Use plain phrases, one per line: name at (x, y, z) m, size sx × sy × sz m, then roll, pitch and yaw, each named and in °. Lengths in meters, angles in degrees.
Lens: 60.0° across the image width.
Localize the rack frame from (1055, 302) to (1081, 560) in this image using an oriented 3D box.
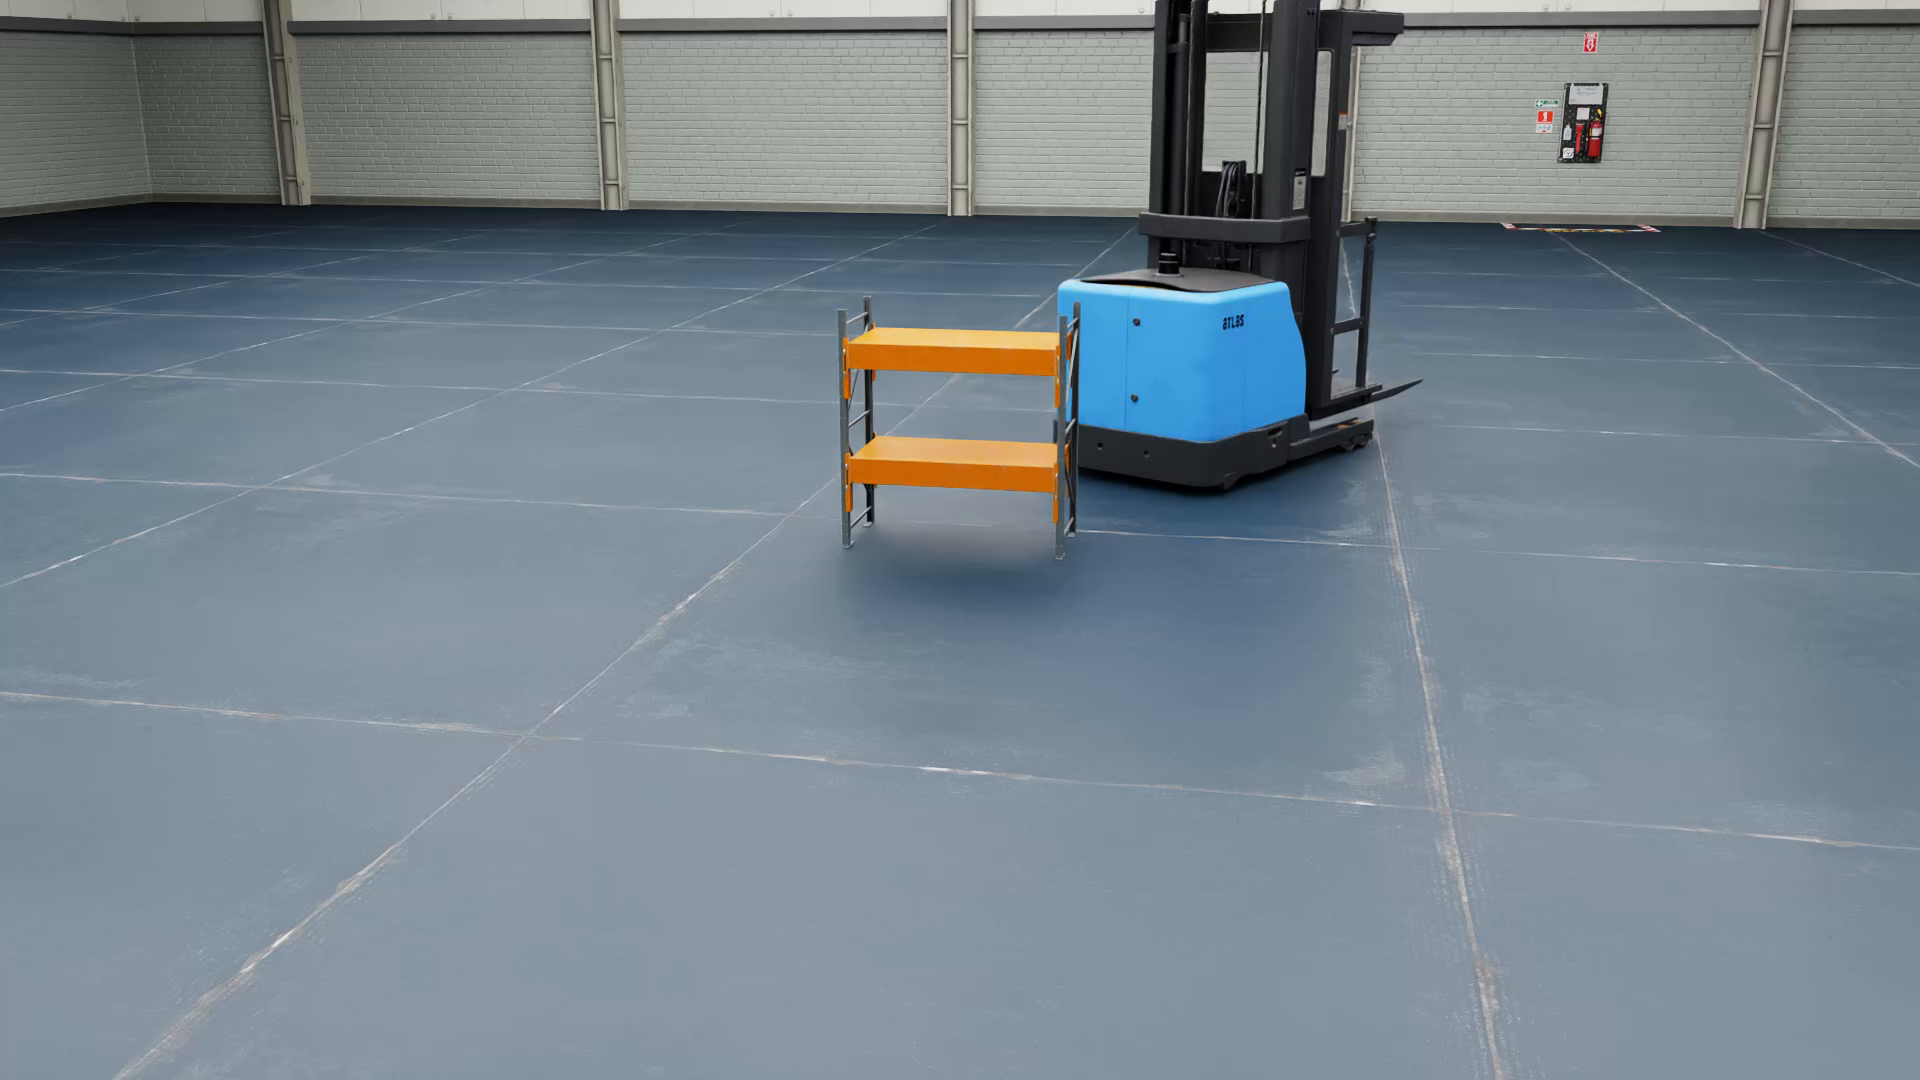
rack frame at (0.505, -0.515, 7.743) m, size 0.032 × 1.125 × 0.500 m, roll 3°, pitch 16°, yaw 11°

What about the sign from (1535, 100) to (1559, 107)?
sign at (8.847, -6.579, 25.063) m, size 0.331 × 0.109 × 0.001 m, roll 3°, pitch 16°, yaw 11°

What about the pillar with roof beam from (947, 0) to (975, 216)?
pillar with roof beam at (-0.837, -8.514, 21.872) m, size 0.400 × 9.000 × 9.100 m, roll 3°, pitch 16°, yaw 11°

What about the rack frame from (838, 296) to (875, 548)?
rack frame at (-0.492, -0.569, 7.938) m, size 0.032 × 1.125 × 0.500 m, roll 3°, pitch 16°, yaw 11°

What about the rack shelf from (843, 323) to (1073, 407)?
rack shelf at (0.007, -0.824, 7.762) m, size 1.000 × 0.278 × 0.538 m, roll 3°, pitch 16°, yaw 11°

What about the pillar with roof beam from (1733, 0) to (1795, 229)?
pillar with roof beam at (10.922, -7.876, 19.567) m, size 0.400 × 9.000 × 9.100 m, roll 3°, pitch 16°, yaw 11°

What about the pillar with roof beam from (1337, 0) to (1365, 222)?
pillar with roof beam at (5.042, -8.195, 20.720) m, size 0.400 × 9.000 × 9.100 m, roll 3°, pitch 16°, yaw 11°

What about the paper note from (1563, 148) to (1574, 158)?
paper note at (9.206, -5.855, 25.161) m, size 0.142 × 0.148 × 0.016 m, roll 3°, pitch 16°, yaw 11°

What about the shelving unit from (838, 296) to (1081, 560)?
shelving unit at (0.007, -0.542, 7.841) m, size 1.048 × 1.125 × 0.538 m, roll 3°, pitch 16°, yaw 11°

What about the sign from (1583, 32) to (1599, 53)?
sign at (9.378, -7.396, 24.731) m, size 0.199 × 0.298 × 0.001 m, roll 3°, pitch 16°, yaw 11°

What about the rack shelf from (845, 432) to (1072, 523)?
rack shelf at (0.007, -0.306, 7.906) m, size 1.000 × 0.278 × 0.538 m, roll 3°, pitch 16°, yaw 11°

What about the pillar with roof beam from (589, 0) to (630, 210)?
pillar with roof beam at (-6.717, -8.833, 23.024) m, size 0.400 × 9.000 × 9.100 m, roll 3°, pitch 16°, yaw 11°

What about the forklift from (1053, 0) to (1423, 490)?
forklift at (1.844, -2.009, 9.754) m, size 1.130 × 2.935 × 3.031 m, roll 12°, pitch 20°, yaw 38°

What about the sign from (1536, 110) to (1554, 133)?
sign at (8.845, -6.326, 25.143) m, size 0.234 × 0.329 × 0.001 m, roll 3°, pitch 16°, yaw 11°

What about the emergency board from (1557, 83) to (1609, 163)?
emergency board at (9.366, -6.252, 24.944) m, size 0.643 × 1.169 × 0.194 m, roll 3°, pitch 16°, yaw 11°

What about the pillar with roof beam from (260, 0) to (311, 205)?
pillar with roof beam at (-12.597, -9.153, 24.176) m, size 0.400 × 9.000 × 9.100 m, roll 3°, pitch 16°, yaw 11°
